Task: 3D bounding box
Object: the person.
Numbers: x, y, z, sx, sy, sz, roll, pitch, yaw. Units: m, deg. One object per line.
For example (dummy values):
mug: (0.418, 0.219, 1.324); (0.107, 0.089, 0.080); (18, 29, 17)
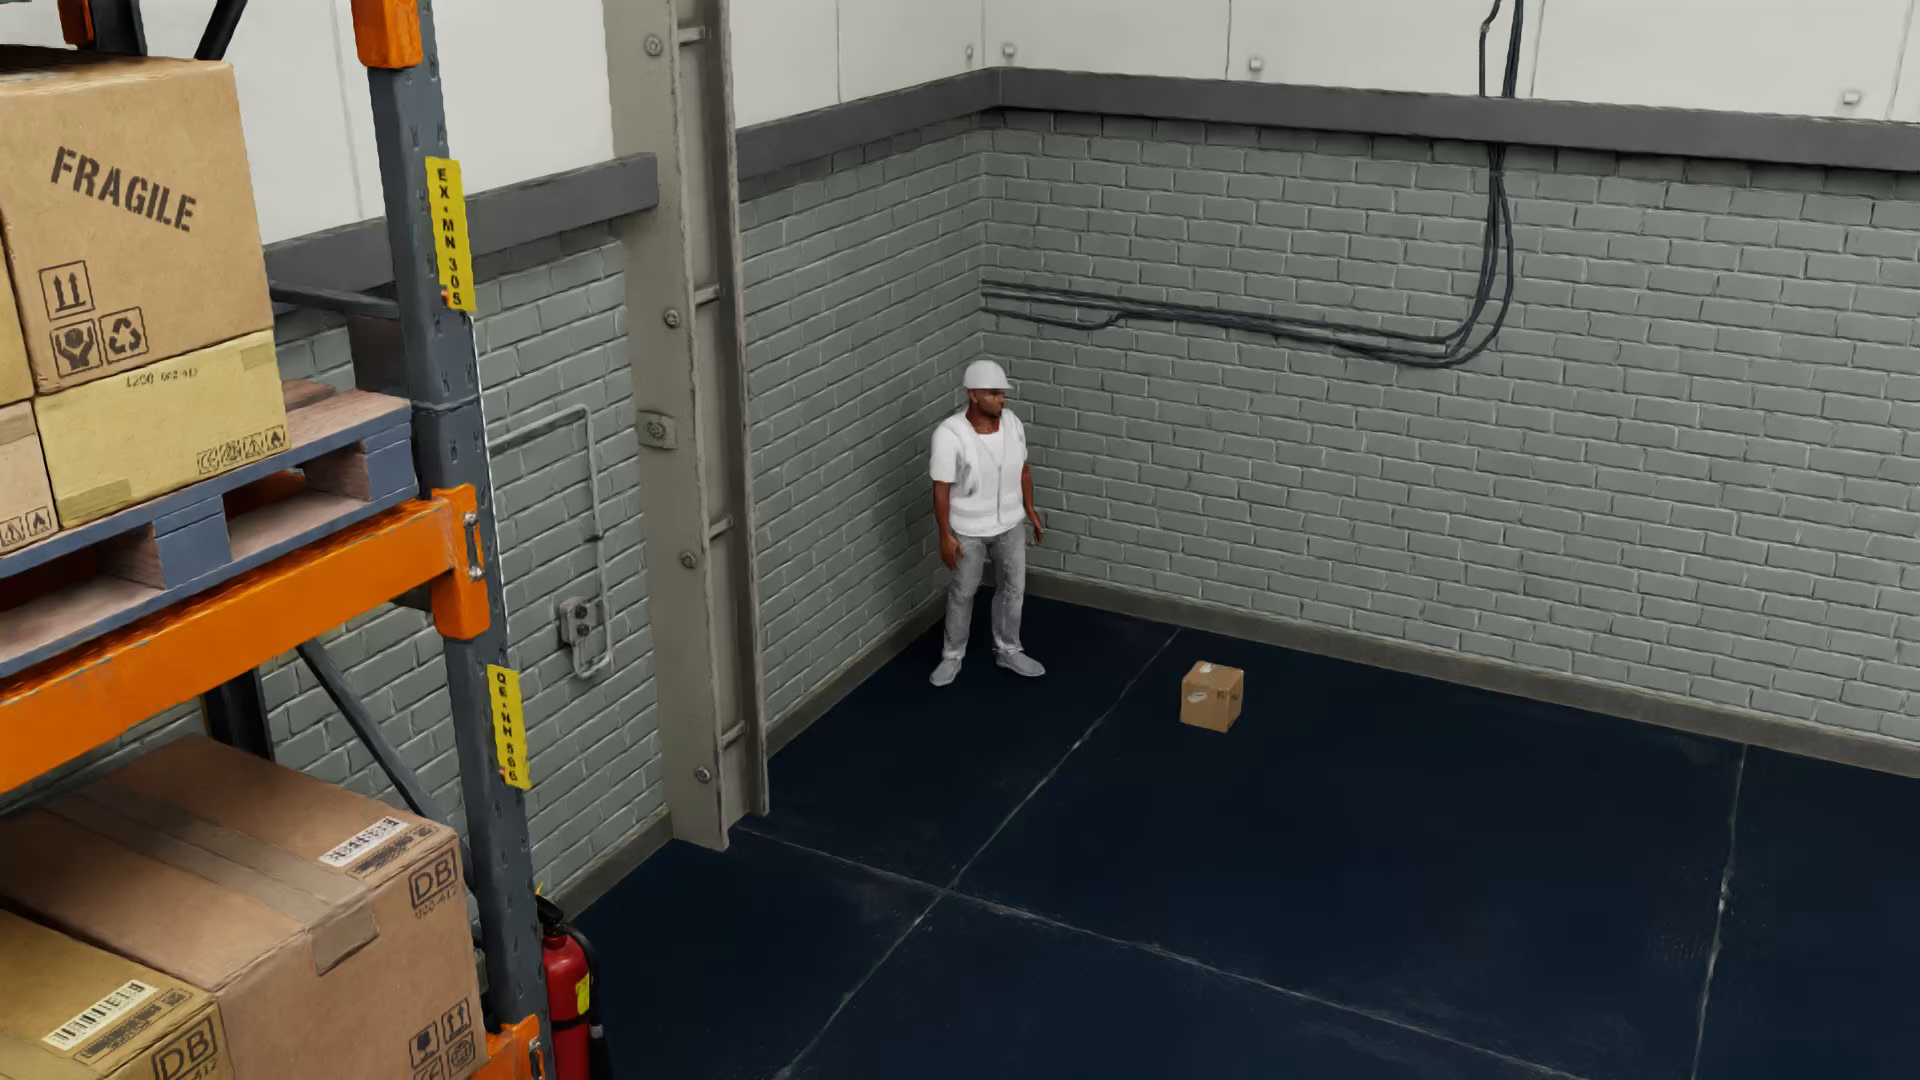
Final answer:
person: (0.135, -0.088, 8.715); (0.663, 1.771, 0.377); (-12, 25, -26)
